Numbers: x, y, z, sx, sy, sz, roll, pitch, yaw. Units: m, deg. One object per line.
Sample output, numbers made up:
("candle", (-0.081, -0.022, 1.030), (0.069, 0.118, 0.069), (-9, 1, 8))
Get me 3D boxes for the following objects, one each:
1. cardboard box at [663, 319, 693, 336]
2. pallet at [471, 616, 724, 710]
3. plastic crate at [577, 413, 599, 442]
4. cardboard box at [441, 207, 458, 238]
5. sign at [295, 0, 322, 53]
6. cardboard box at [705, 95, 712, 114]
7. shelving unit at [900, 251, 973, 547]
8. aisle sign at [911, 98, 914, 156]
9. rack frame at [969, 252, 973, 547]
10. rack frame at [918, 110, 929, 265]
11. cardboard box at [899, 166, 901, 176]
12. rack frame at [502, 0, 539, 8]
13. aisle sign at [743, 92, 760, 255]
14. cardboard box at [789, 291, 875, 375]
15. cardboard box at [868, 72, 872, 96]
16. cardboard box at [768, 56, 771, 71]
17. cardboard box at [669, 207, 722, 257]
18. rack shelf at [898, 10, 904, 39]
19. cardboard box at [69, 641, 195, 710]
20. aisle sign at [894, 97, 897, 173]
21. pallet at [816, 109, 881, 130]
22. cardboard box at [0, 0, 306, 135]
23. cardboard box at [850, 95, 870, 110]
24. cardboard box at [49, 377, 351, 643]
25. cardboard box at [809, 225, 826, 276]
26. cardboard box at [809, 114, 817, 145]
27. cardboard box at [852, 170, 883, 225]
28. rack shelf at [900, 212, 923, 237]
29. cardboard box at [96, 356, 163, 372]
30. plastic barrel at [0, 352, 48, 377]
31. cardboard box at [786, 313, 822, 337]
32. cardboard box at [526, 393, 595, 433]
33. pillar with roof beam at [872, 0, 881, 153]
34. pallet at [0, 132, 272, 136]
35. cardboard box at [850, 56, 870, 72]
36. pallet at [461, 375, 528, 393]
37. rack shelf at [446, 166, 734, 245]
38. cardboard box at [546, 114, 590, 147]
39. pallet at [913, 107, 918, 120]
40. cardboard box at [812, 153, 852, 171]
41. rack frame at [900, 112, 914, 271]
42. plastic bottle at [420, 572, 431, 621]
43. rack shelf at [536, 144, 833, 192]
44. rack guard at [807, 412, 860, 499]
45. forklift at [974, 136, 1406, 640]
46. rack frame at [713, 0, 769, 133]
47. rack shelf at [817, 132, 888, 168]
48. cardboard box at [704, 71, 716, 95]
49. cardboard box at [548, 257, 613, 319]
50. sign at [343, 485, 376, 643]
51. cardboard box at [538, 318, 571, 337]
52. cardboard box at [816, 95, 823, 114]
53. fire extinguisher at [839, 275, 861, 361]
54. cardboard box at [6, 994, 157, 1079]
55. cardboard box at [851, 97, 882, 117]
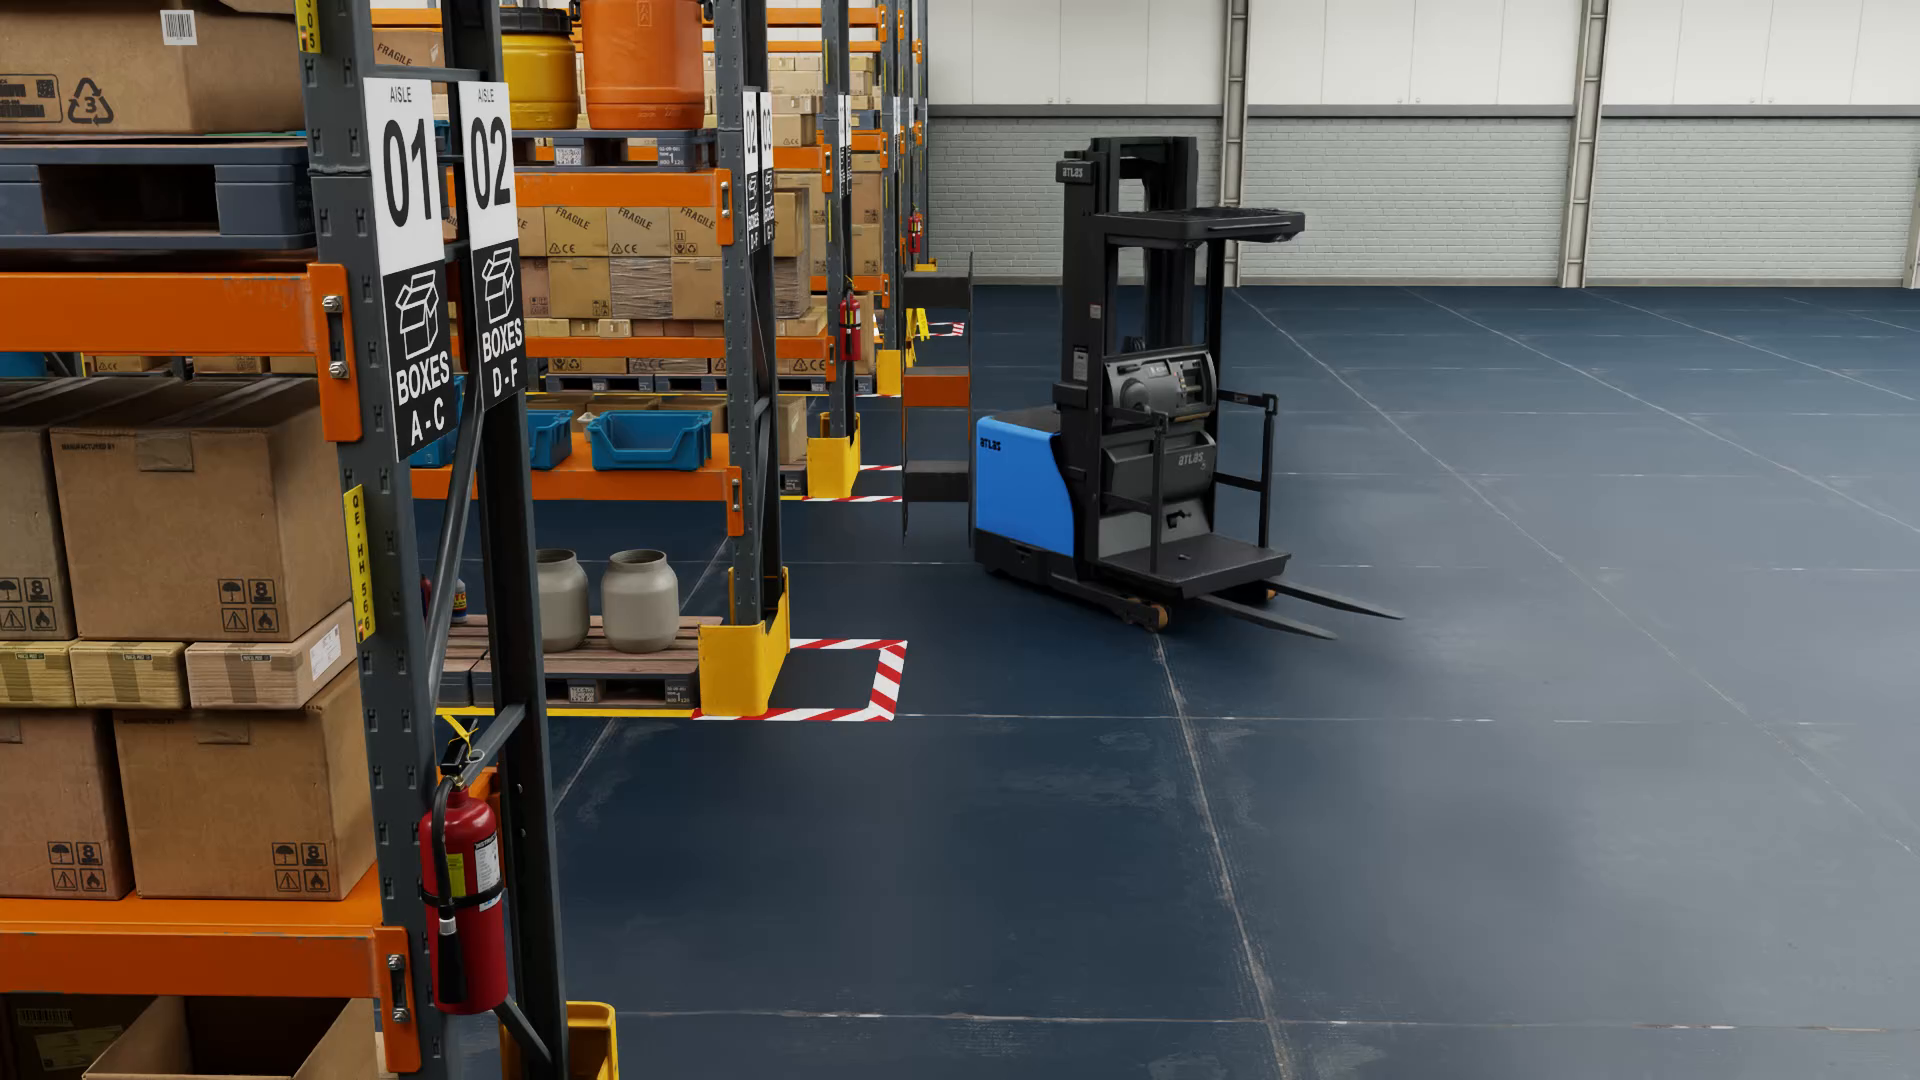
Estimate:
("cardboard box", (-2.280, -1.776, 13.682), (0.250, 0.149, 0.380), (0, 15, 1))
("pallet", (-2.006, 0.676, 9.362), (1.213, 0.211, 1.003), (0, 15, 1))
("plastic crate", (-2.003, -0.637, 9.392), (0.250, 0.136, 0.298), (0, 15, 1))
("cardboard box", (-4.045, -2.571, 13.465), (0.500, 0.500, 0.500), (0, 15, 1))
("sign", (-1.274, -1.115, 3.227), (0.005, 0.325, 0.100), (0, 15, 1))
("cardboard box", (-2.060, -3.434, 13.107), (0.250, 0.149, 0.380), (0, 15, 2))
("shelving unit", (-0.165, -1.016, 12.076), (0.503, 2.100, 0.431), (0, 15, 1))
("aisle sign", (-0.667, -5.803, 23.358), (0.004, 0.787, 0.394), (0, 15, 1))
("rack frame", (0.078, -1.015, 12.070), (0.015, 2.100, 0.400), (0, 15, 1))
("rack frame", (-0.614, -5.733, 28.189), (0.127, 3.000, 1.000), (0, 15, 1))
("cardboard box", (-0.977, -6.187, 27.861), (0.250, 0.149, 0.380), (0, 15, 2))
("rack frame", (-4.761, -6.131, 17.938), (0.127, 3.000, 1.000), (0, 15, 1))
("aisle sign", (-1.052, -1.857, 8.404), (0.004, 0.787, 0.394), (0, 15, 1))
("cardboard box", (-1.442, -2.367, 18.775), (0.875, 0.875, 0.875), (0, 15, 2))
("cardboard box", (-1.238, -5.046, 18.396), (0.500, 0.250, 0.500), (0, 15, 1))
("cardboard box", (-2.122, -5.092, 17.792), (0.250, 0.149, 0.380), (0, 15, 2))
("cardboard box", (-2.046, -2.558, 13.416), (0.500, 0.500, 0.500), (0, 15, 1))
("rack shelf", (-2.736, -7.031, 22.768), (4.000, 0.370, 1.077), (0, 15, 1))
("cardboard box", (-1.895, 0.269, 3.972), (0.250, 0.149, 0.380), (1, 15, 3))
("aisle sign", (-0.699, -4.384, 17.981), (0.004, 0.787, 0.394), (0, 15, 1))
("pallet", (-1.504, -4.614, 18.241), (1.213, 0.211, 1.003), (0, 15, 1))
("cardboard box", (-1.821, -1.189, 3.788), (0.637, 0.503, 0.797), (1, 15, 5))
("cardboard box", (-1.103, -4.700, 17.868), (0.250, 0.149, 0.380), (0, 15, 1))
("cardboard box", (-1.766, -0.096, 4.084), (0.500, 0.500, 0.700), (0, 15, 2))
("cardboard box", (-1.685, -3.265, 18.543), (0.550, 0.550, 0.875), (0, 15, 1))
("cardboard box", (-1.465, -3.387, 13.711), (0.500, 0.250, 0.500), (1, 15, 3))
("cardboard box", (-1.132, -3.811, 18.494), (0.550, 0.550, 0.875), (0, 15, 1))
("rack shelf", (-2.613, -5.398, 28.331), (4.000, 0.370, 1.077), (0, 15, 1))
("cardboard box", (-9.424, -2.188, 18.831), (0.500, 0.500, 0.500), (0, 15, 1))
("plastic barrel", (-5.494, -1.025, 9.362), (0.708, 0.901, 0.600), (0, 15, 1))
("cardboard box", (-1.280, -1.768, 13.652), (0.250, 0.149, 0.380), (0, 15, 1))
("cardboard box", (-3.394, -0.962, 14.182), (0.500, 0.500, 0.500), (-1, 15, -4))
("pillar with roof beam", (-1.397, -7.770, 24.151), (0.400, 9.000, 9.100), (0, 15, 1))
("pallet", (-4.391, -2.082, 8.842), (1.003, 0.211, 1.213), (0, 15, 1))
("cardboard box", (-1.108, -5.086, 17.766), (0.250, 0.149, 0.380), (1, 15, 2))
("pallet", (-5.534, -1.868, 19.005), (1.213, 0.211, 1.003), (0, 15, 1))
("rack shelf", (-3.116, -1.792, 8.783), (4.000, 0.370, 1.077), (0, 15, 1))
("cardboard box", (-2.993, -3.266, 13.253), (0.500, 0.250, 0.500), (0, 15, 0))
("pallet", (-1.320, -7.152, 27.861), (1.213, 0.211, 1.003), (0, 15, 1))
("cardboard box", (-1.759, -5.096, 23.035), (0.500, 0.500, 0.700), (1, 15, 2))
("rack frame", (-0.737, -4.467, 23.391), (0.127, 3.000, 1.000), (0, 15, 1))
("plastic bottle", (-3.147, 0.327, 9.685), (0.133, 0.283, 0.061), (1, 15, 2))
("rack shelf", (-2.989, -3.055, 13.571), (4.000, 0.370, 1.077), (0, 15, 1))
("rack guard", (-1.066, -0.732, 14.133), (0.348, 0.500, 1.175), (0, 15, 1))
("forklift", (1.410, -0.998, 10.378), (1.130, 2.935, 3.031), (-12, 19, -37))
("rack frame", (-1.116, -3.577, 8.260), (0.127, 3.000, 1.000), (0, 15, 1))
("rack shelf", (-2.761, -4.320, 18.363), (4.000, 0.370, 1.077), (0, 15, 1))
("cardboard box", (-2.764, -4.919, 17.918), (0.500, 0.250, 0.500), (1, 15, 2))
("cardboard box", (-3.040, -2.136, 13.776), (0.500, 0.500, 0.875), (0, 15, 1))
("sign", (-1.274, 0.050, 3.535), (0.005, 0.325, 0.100), (0, 15, 1))
("cardboard box", (-3.281, -1.760, 13.623), (0.250, 0.149, 0.380), (0, 15, 1))
("cardboard box", (-1.259, -3.571, 13.628), (0.250, 0.149, 0.380), (0, 15, 1))
("fire extinguisher", (-0.887, -1.784, 13.374), (0.183, 0.674, 0.296), (0, 15, 1))
("cardboard box", (-2.277, 1.287, 4.677), (0.500, 0.500, 0.500), (0, 15, 1))
("cardboard box", (-1.255, -5.923, 22.742), (0.500, 0.250, 0.500), (0, 15, 1))
